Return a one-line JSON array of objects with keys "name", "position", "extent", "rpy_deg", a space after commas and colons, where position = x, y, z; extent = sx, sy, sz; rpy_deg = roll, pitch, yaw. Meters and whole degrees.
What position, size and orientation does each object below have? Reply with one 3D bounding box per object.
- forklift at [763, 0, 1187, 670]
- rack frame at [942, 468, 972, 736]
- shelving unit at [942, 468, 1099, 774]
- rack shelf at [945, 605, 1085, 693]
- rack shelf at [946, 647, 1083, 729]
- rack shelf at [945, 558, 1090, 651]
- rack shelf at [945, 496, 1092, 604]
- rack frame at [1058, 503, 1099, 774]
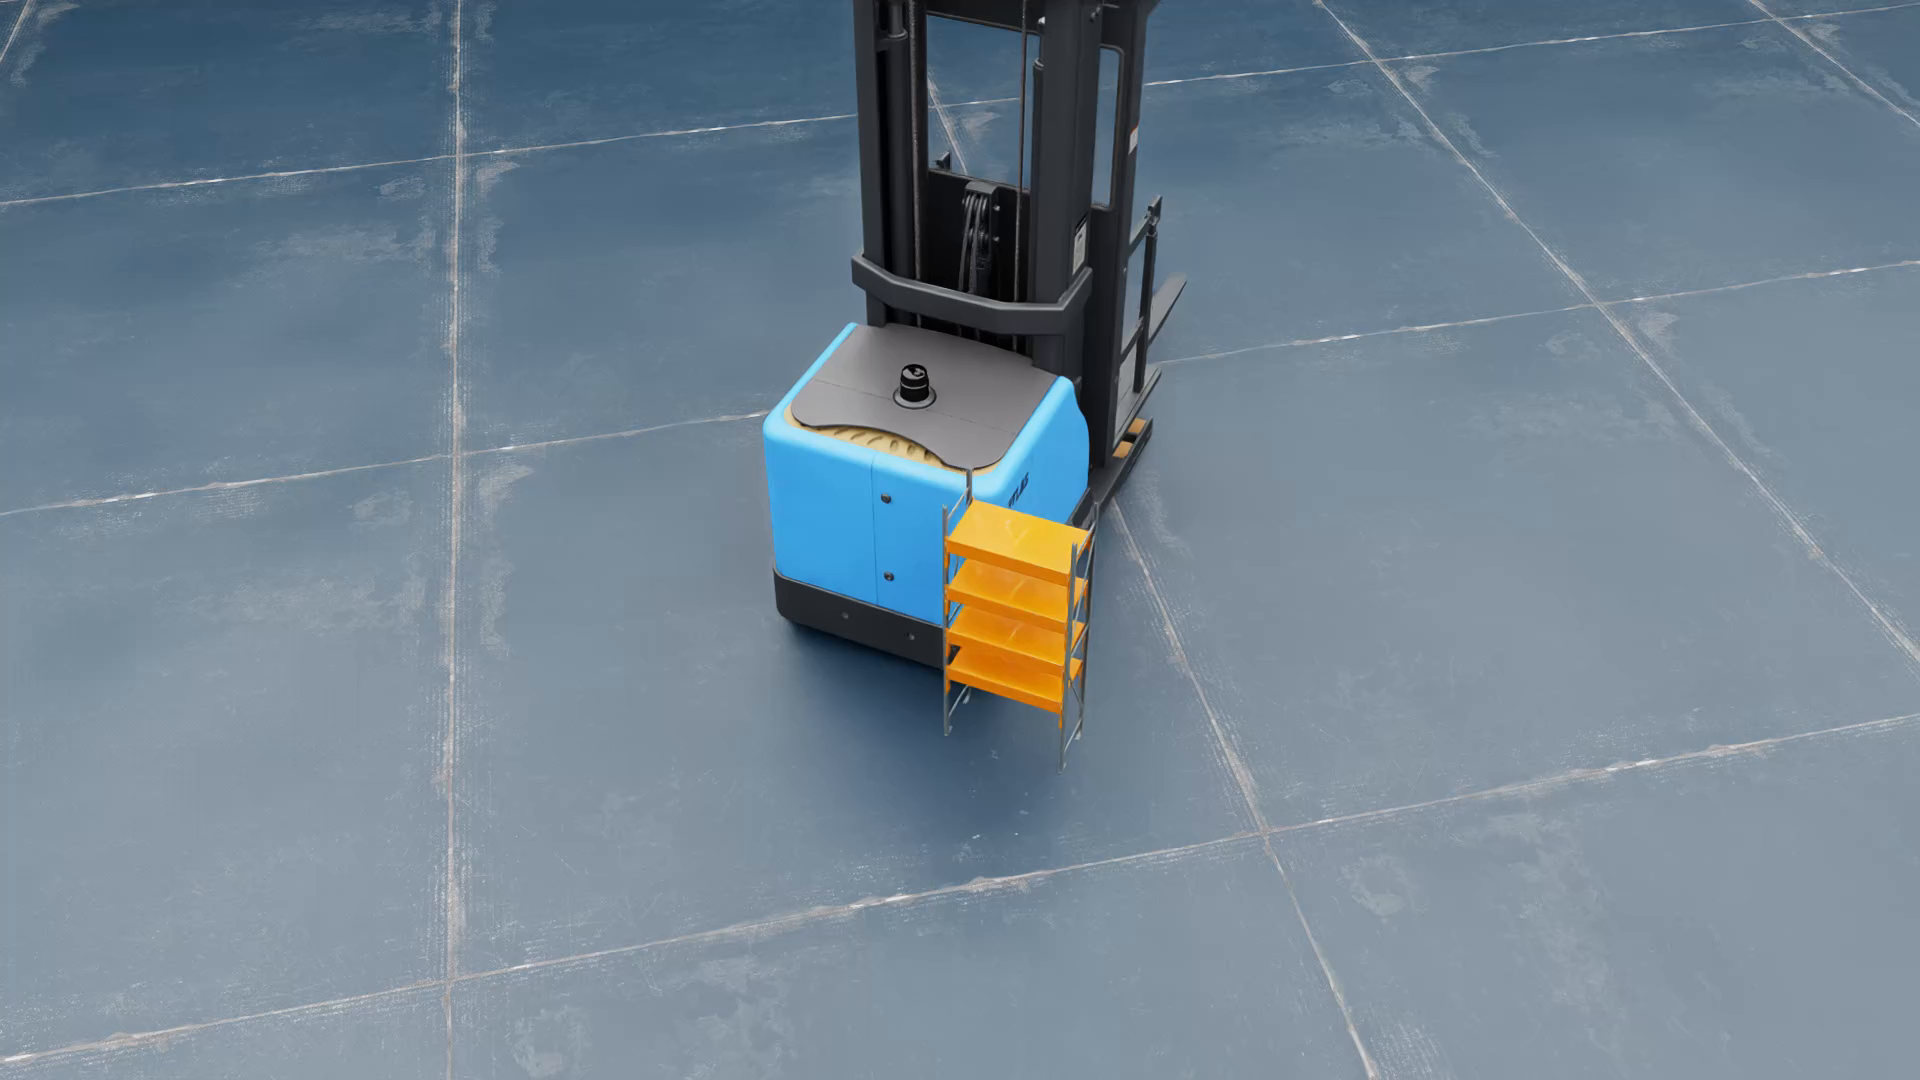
[{"name": "forklift", "position": [0.278, -1.508, 7.022], "extent": [1.130, 2.935, 3.031], "rpy_deg": [16, 44, 18]}, {"name": "rack frame", "position": [-0.010, 0.262, 6.333], "extent": [0.015, 1.200, 0.240], "rpy_deg": [16, 44, 17]}, {"name": "shelving unit", "position": [0.214, 0.326, 6.260], "extent": [0.503, 1.200, 0.258], "rpy_deg": [16, 44, 17]}, {"name": "rack shelf", "position": [0.214, 0.377, 6.305], "extent": [0.480, 0.148, 0.258], "rpy_deg": [16, 44, 17]}, {"name": "rack shelf", "position": [0.214, 0.525, 6.437], "extent": [0.480, 0.148, 0.258], "rpy_deg": [16, 44, 17]}, {"name": "rack shelf", "position": [0.214, 0.209, 6.156], "extent": [0.480, 0.148, 0.258], "rpy_deg": [16, 44, 17]}, {"name": "rack shelf", "position": [0.214, 0.033, 5.999], "extent": [0.480, 0.148, 0.258], "rpy_deg": [16, 44, 17]}, {"name": "rack frame", "position": [0.438, 0.391, 6.187], "extent": [0.015, 1.200, 0.240], "rpy_deg": [16, 44, 17]}]
